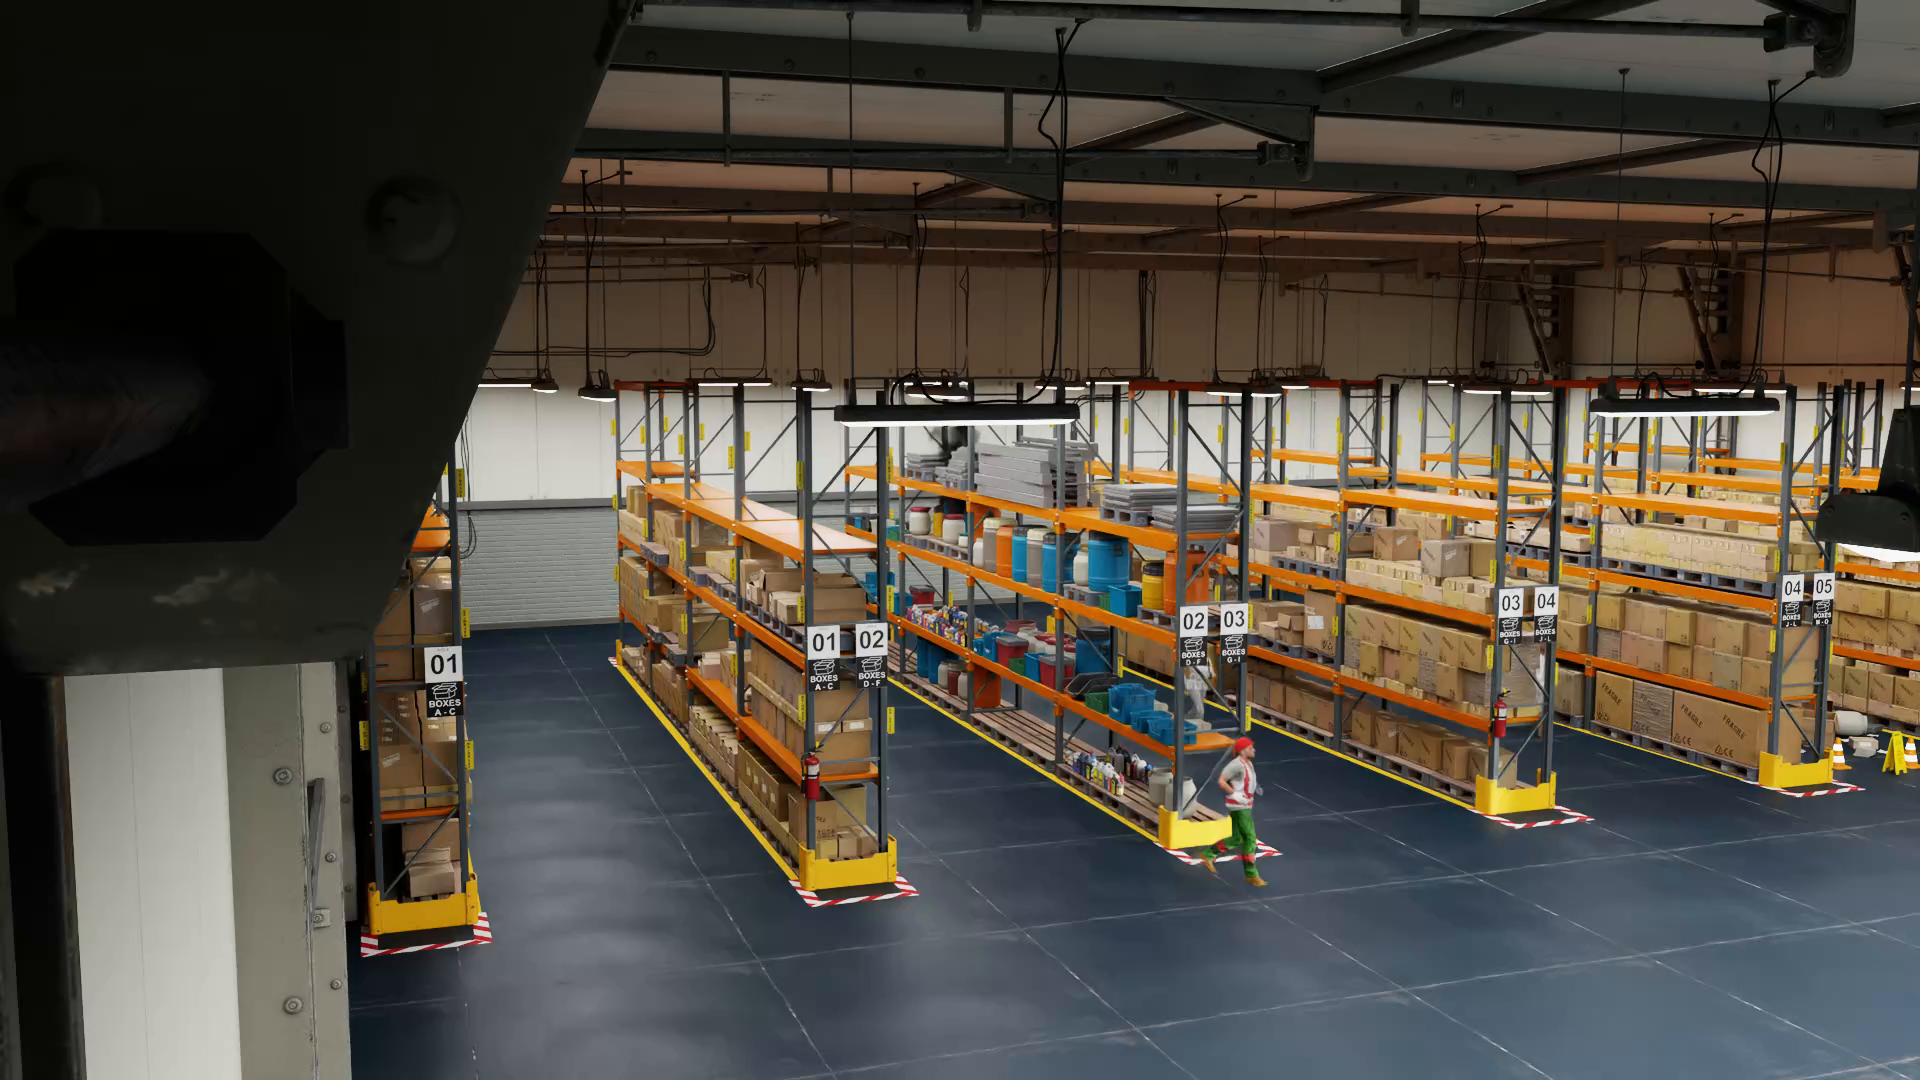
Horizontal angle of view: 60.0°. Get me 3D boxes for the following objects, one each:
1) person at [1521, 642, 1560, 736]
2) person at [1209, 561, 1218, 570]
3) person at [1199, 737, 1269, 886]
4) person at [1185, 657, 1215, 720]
[{"bbox_3d":[9.862,2.471,28.310,0.687,1.743,0.704,-3,7,-27],"label":"person"},{"bbox_3d":[6.140,1.228,40.888,0.584,1.598,0.740,-5,8,-41],"label":"person"},{"bbox_3d":[3.425,3.305,20.497,0.904,1.779,0.699,3,7,26],"label":"person"},{"bbox_3d":[3.998,2.546,27.957,0.579,1.754,0.775,-3,7,-27],"label":"person"}]
